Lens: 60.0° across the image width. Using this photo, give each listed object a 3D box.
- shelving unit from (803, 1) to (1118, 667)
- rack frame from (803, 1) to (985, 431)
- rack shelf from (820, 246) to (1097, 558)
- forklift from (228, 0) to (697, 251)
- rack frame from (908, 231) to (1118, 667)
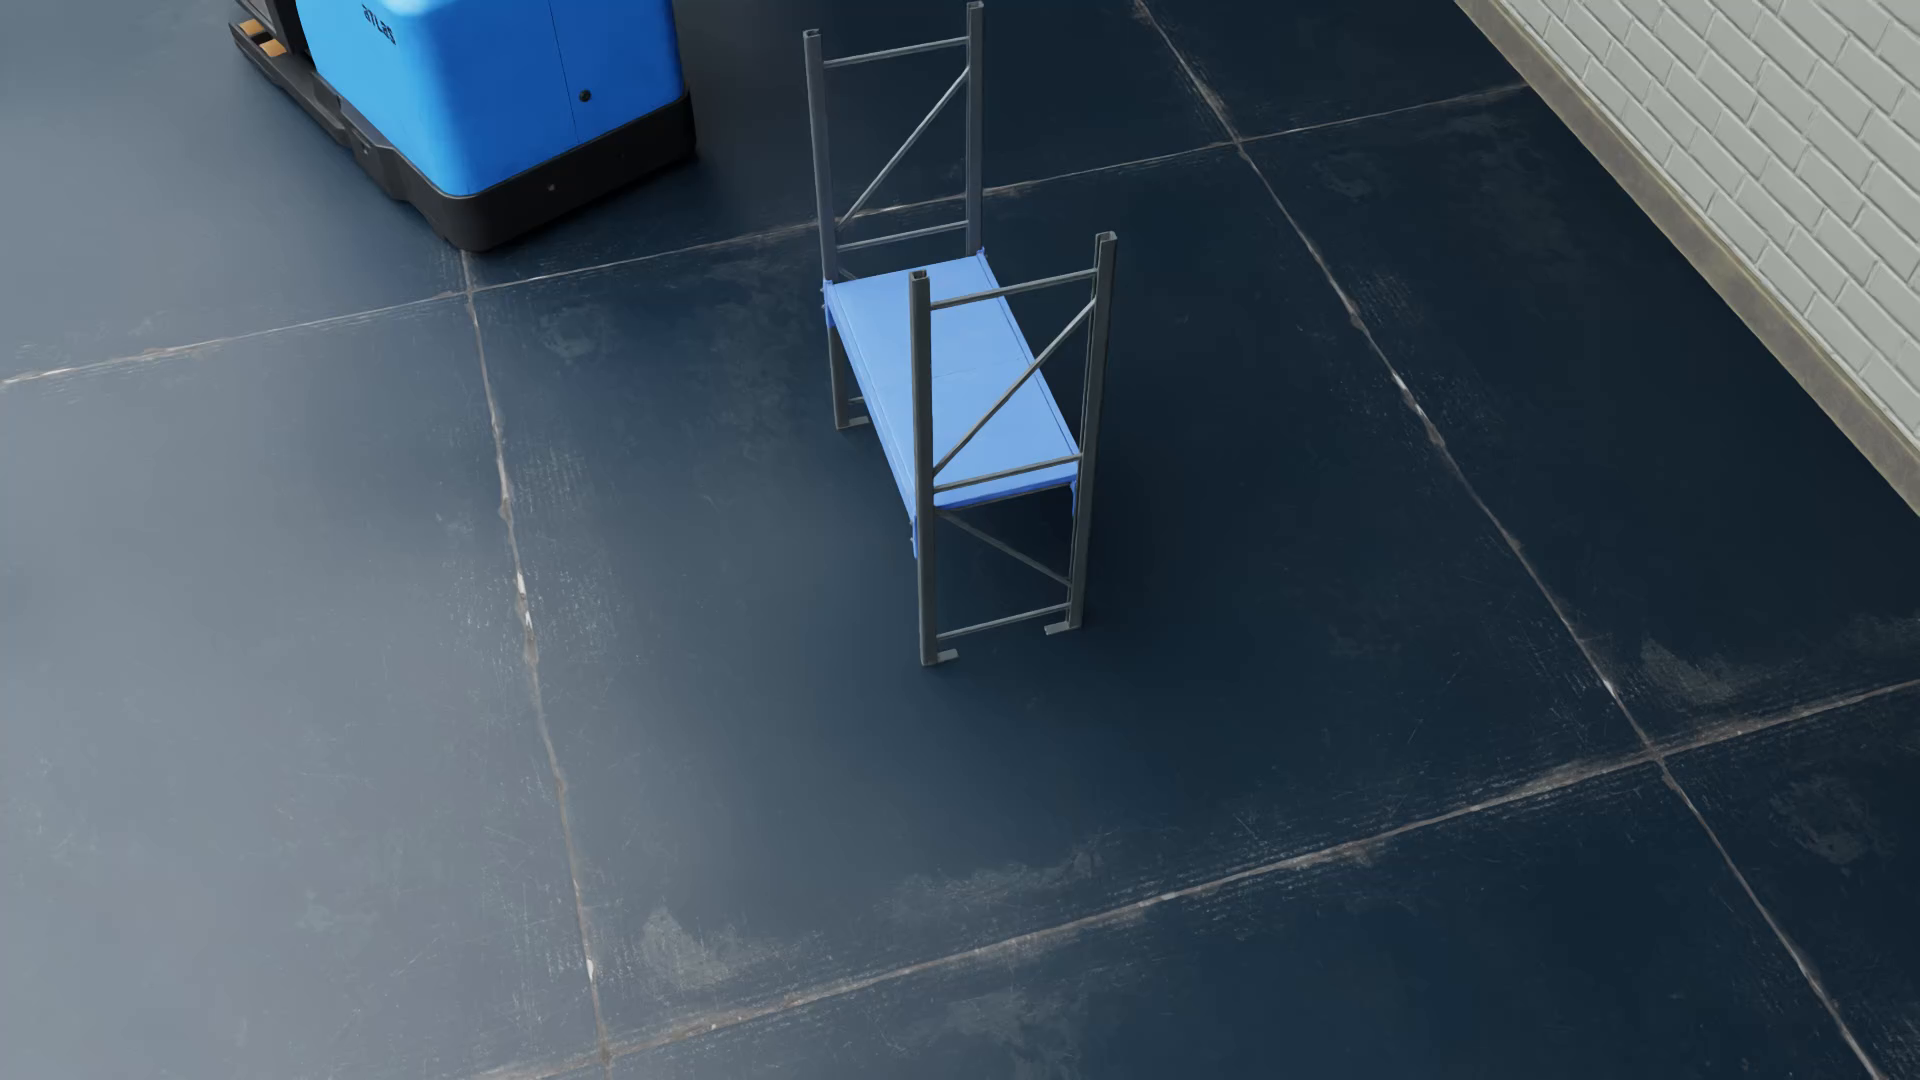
[{"bbox_3d":[-0.025,-0.546,4.729,0.538,1.500,1.048,-13,51,-11],"label":"shelving unit"},{"bbox_3d":[-0.176,-0.917,5.042,0.500,1.500,0.032,-13,51,-11],"label":"rack frame"},{"bbox_3d":[-0.025,-0.430,4.867,0.538,0.185,1.000,-13,51,-11],"label":"rack shelf"},{"bbox_3d":[-2.362,-3.052,5.906,1.130,2.935,3.031,-33,57,-25],"label":"forklift"},{"bbox_3d":[0.125,-0.174,4.416,0.500,1.500,0.032,-13,51,-11],"label":"rack frame"}]
